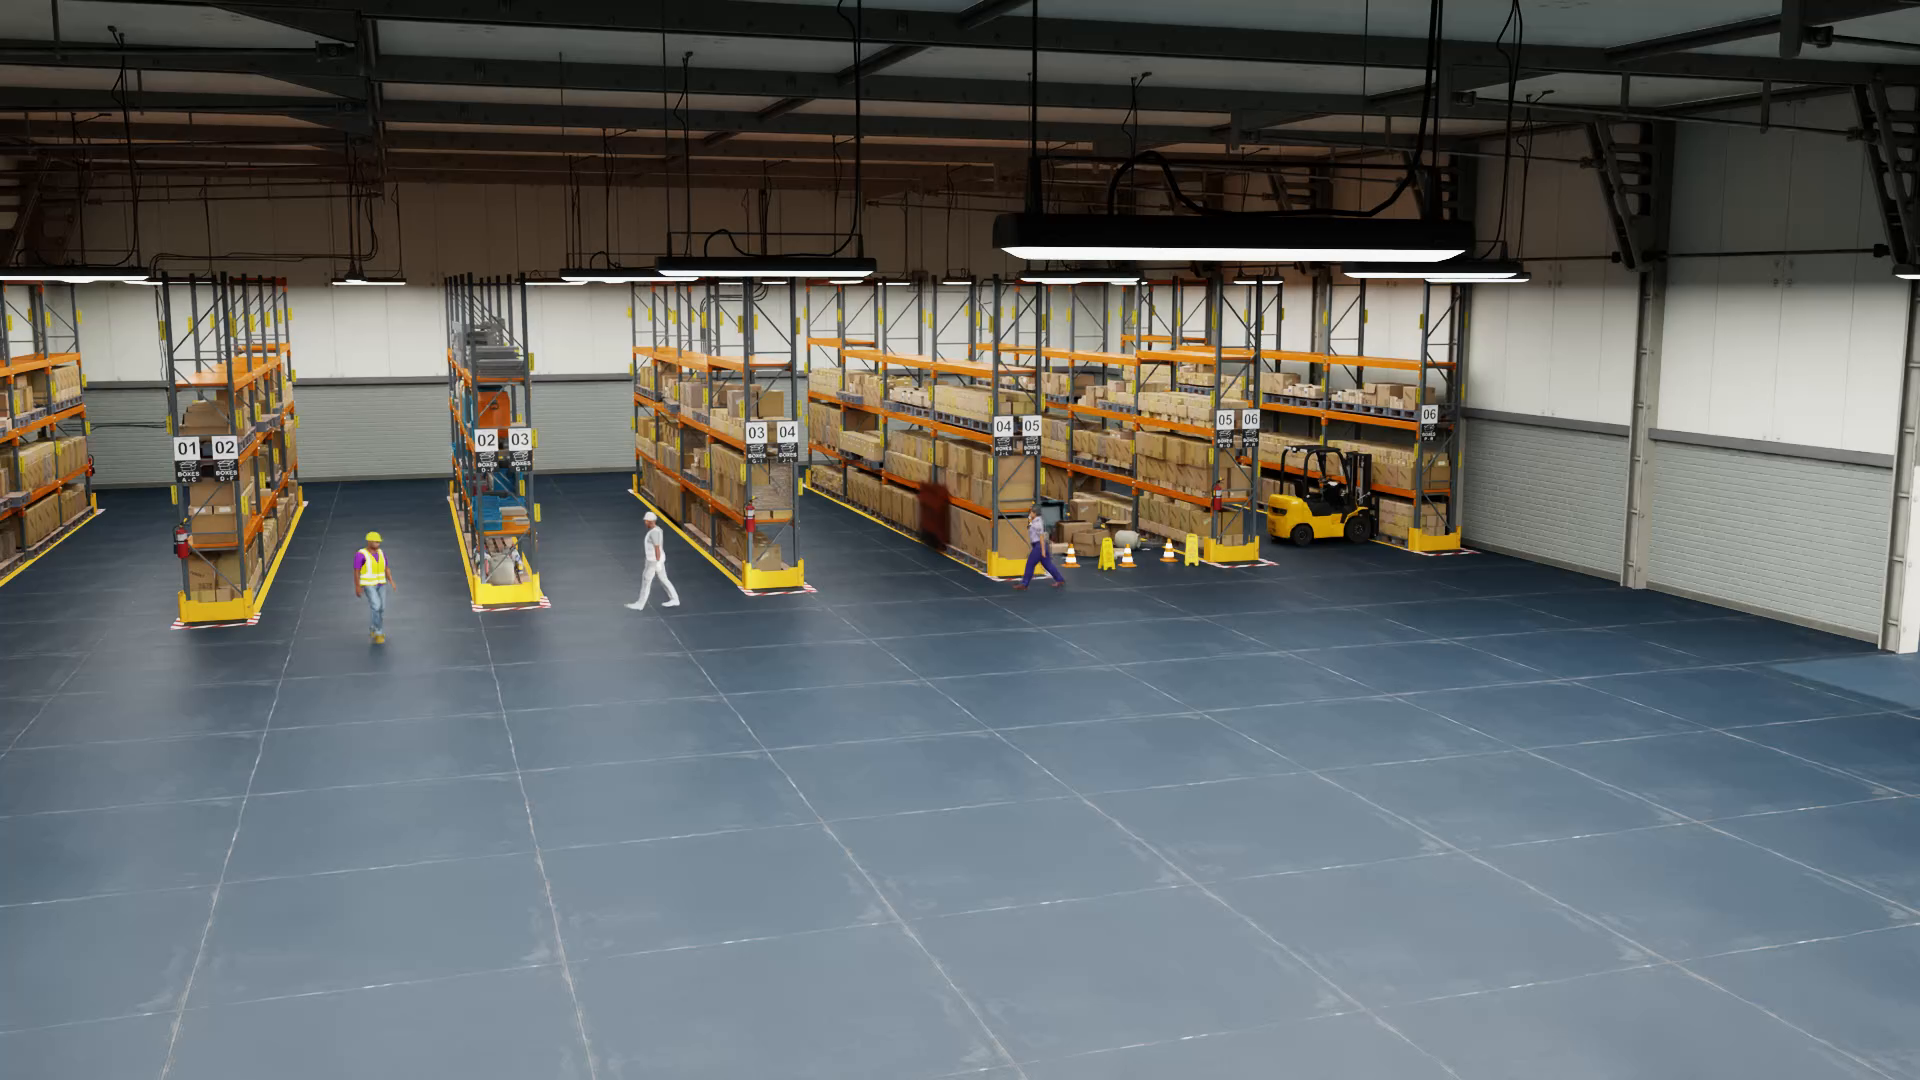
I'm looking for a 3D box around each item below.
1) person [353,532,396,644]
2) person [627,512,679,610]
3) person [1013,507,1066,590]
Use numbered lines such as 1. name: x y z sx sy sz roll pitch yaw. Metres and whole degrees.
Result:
1. person: -9.535 0.780 27.227 0.603 1.819 0.598 5 10 31
2. person: -5.534 0.365 29.897 0.905 1.752 0.580 -1 9 -3
3. person: 1.517 0.164 31.715 1.042 1.542 0.493 0 9 -3
